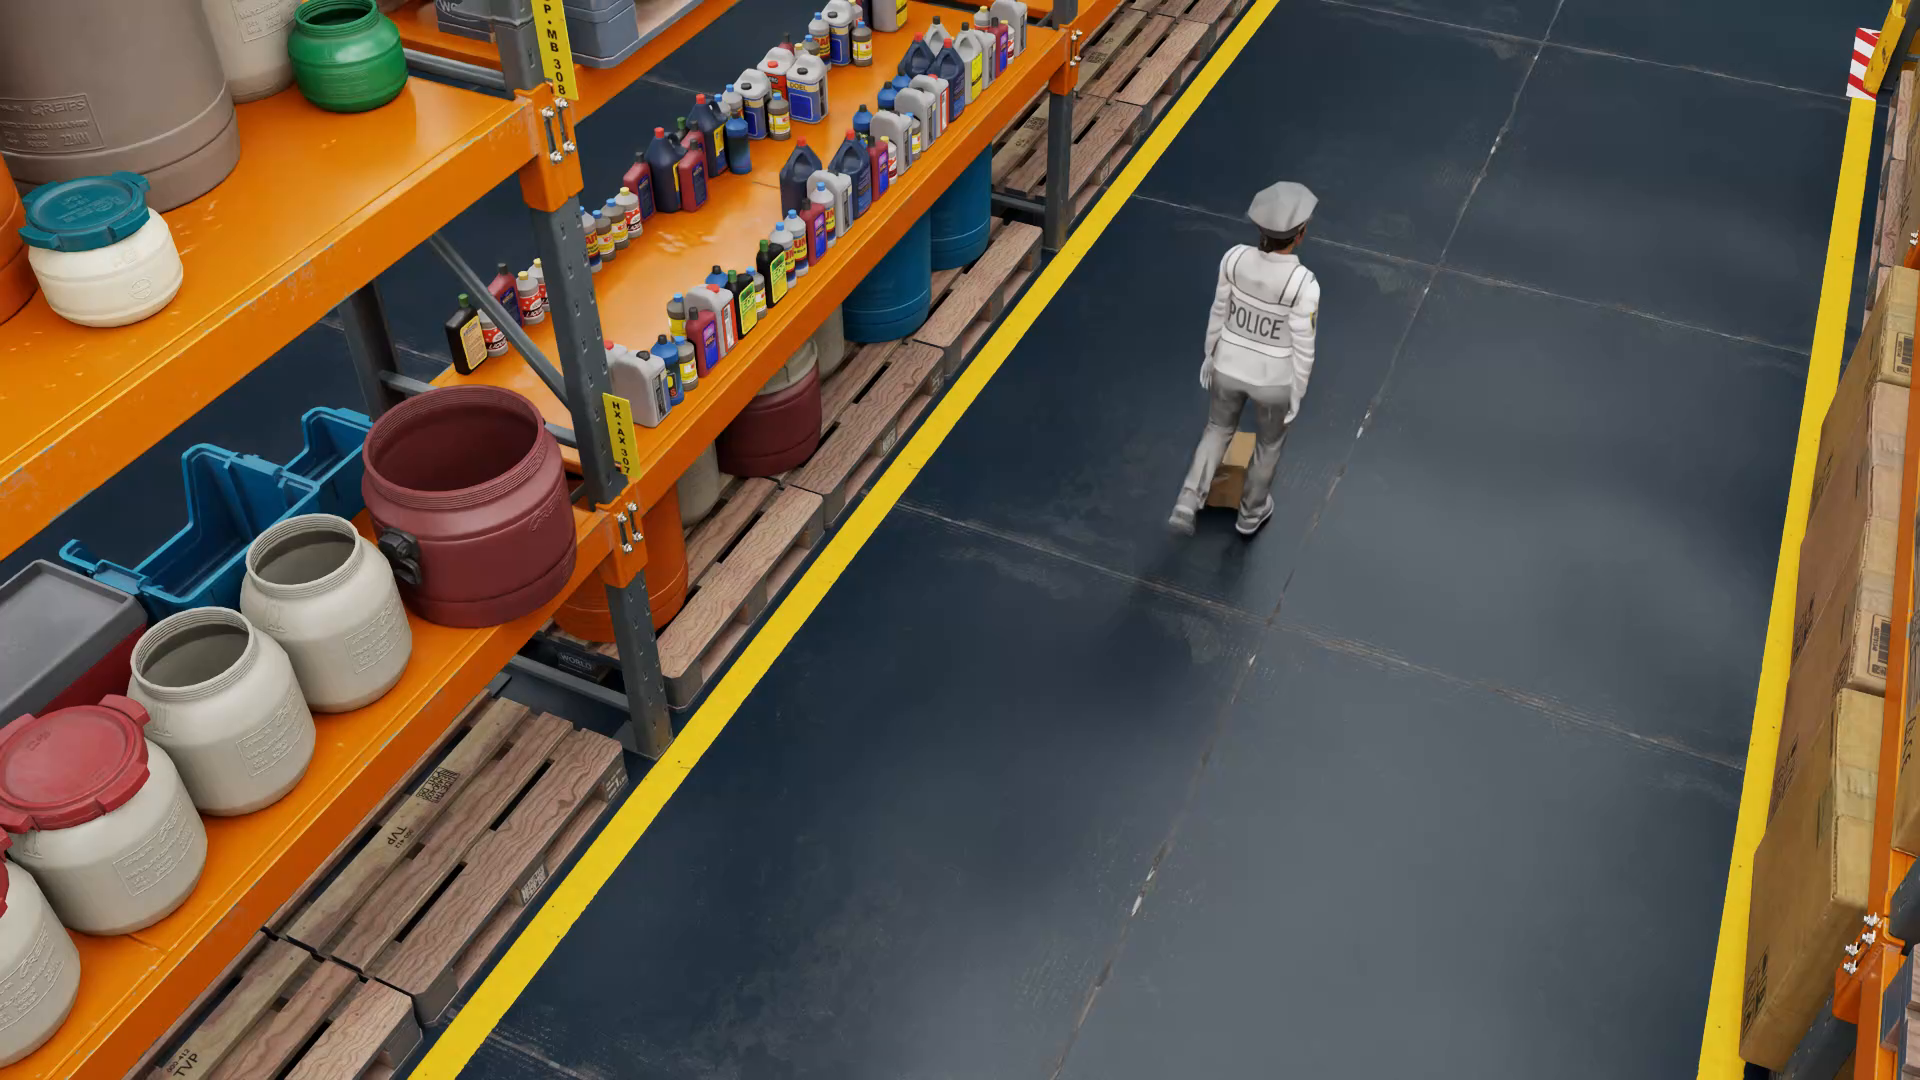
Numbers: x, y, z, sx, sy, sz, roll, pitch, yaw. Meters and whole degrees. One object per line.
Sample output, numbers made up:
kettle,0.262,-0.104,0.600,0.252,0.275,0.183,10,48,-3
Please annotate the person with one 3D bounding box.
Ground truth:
person,1.177,-0.649,6.834,0.500,1.666,0.618,24,48,24
